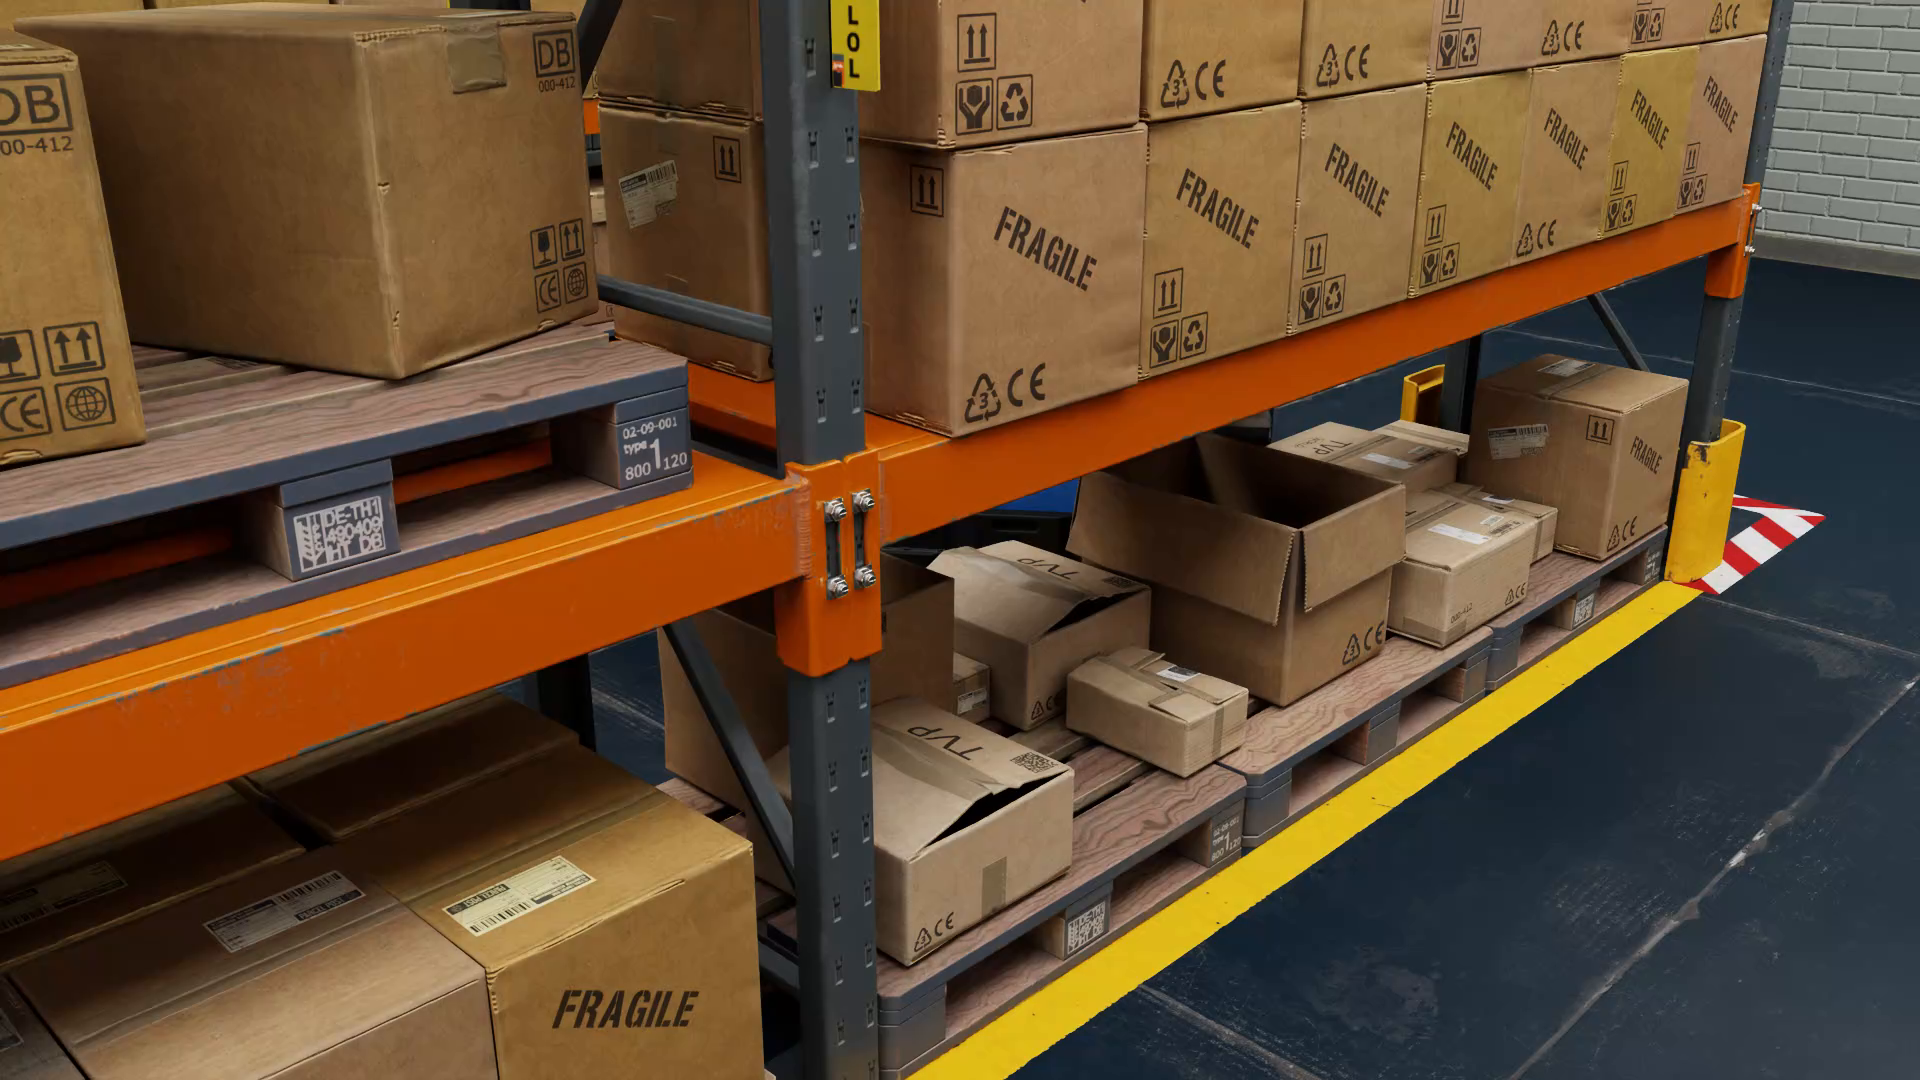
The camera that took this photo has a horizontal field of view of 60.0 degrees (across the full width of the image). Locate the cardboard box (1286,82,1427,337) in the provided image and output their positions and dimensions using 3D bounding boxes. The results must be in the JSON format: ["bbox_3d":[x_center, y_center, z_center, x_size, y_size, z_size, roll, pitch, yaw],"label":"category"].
[{"bbox_3d":[0.701,-0.794,3.820,0.500,0.500,0.500,19,28,40],"label":"cardboard box"}]

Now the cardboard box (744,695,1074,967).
[{"bbox_3d":[-0.107,0.572,3.540,0.500,0.311,0.500,19,28,41],"label":"cardboard box"}]

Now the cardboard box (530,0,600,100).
[{"bbox_3d":[-2.165,-2.508,7.999,0.980,0.700,0.700,19,28,40],"label":"cardboard box"}]

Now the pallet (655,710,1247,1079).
[{"bbox_3d":[-0.075,0.702,3.955,1.003,0.211,1.213,19,28,41],"label":"pallet"}]

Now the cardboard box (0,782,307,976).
[{"bbox_3d":[-1.431,0.741,2.837,0.500,0.500,0.500,-20,28,-41],"label":"cardboard box"}]

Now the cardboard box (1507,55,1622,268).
[{"bbox_3d":[1.406,-1.054,4.497,0.500,0.500,0.500,20,28,41],"label":"cardboard box"}]

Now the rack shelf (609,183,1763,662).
[{"bbox_3d":[0.840,-0.602,4.463,1.077,0.370,4.000,19,28,41],"label":"rack shelf"}]

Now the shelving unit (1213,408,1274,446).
[{"bbox_3d":[1.032,-0.480,6.069,0.210,0.900,0.258,3,21,7],"label":"shelving unit"}]

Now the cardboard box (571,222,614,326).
[{"bbox_3d":[-2.082,-1.387,8.400,0.700,0.500,0.500,19,28,40],"label":"cardboard box"}]

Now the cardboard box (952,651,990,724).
[{"bbox_3d":[-0.142,0.373,4.285,0.380,0.149,0.250,19,28,41],"label":"cardboard box"}]

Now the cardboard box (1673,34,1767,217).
[{"bbox_3d":[2.118,-1.315,5.177,0.500,0.500,0.500,-19,28,-40],"label":"cardboard box"}]

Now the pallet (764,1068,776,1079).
[{"bbox_3d":[-1.096,1.096,2.928,1.003,0.211,1.213,19,28,41],"label":"pallet"}]

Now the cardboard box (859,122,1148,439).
[{"bbox_3d":[-0.004,-0.533,3.142,0.500,0.500,0.500,-19,28,-41],"label":"cardboard box"}]

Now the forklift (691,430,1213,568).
[{"bbox_3d":[-0.618,-1.397,5.624,3.031,2.935,1.130,3,21,7],"label":"forklift"}]

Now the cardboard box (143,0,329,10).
[{"bbox_3d":[-3.204,-2.124,7.003,0.980,0.700,0.700,18,28,39],"label":"cardboard box"}]

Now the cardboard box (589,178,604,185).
[{"bbox_3d":[-1.692,-1.739,8.414,0.380,0.149,0.250,19,28,40],"label":"cardboard box"}]

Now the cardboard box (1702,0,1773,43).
[{"bbox_3d":[2.122,-1.782,4.997,0.500,0.500,0.500,19,28,40],"label":"cardboard box"}]

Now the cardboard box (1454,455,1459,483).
[{"bbox_3d":[1.522,-0.249,5.877,0.380,0.166,0.250,19,28,41],"label":"cardboard box"}]

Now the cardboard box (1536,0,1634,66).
[{"bbox_3d":[1.412,-1.518,4.309,0.500,0.500,0.500,-19,28,-41],"label":"cardboard box"}]

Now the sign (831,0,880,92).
[{"bbox_3d":[-0.155,-0.826,2.430,0.100,0.325,0.005,19,28,41],"label":"sign"}]

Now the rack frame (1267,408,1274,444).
[{"bbox_3d":[1.132,-0.475,6.056,0.006,0.900,0.240,3,21,7],"label":"rack frame"}]

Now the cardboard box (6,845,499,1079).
[{"bbox_3d":[-1.045,0.861,2.524,0.500,0.500,0.500,19,28,41],"label":"cardboard box"}]

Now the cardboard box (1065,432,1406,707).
[{"bbox_3d":[0.752,0.052,4.625,0.797,0.503,0.637,19,28,41],"label":"cardboard box"}]

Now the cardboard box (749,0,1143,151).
[{"bbox_3d":[-0.025,-0.988,2.931,0.500,0.500,0.500,-19,28,-41],"label":"cardboard box"}]

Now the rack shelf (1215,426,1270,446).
[{"bbox_3d":[1.032,-0.365,6.113,0.200,0.077,0.258,3,21,7],"label":"rack shelf"}]

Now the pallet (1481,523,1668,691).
[{"bbox_3d":[1.627,0.074,5.587,1.003,0.211,1.213,19,28,41],"label":"pallet"}]

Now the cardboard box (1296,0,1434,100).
[{"bbox_3d":[0.694,-1.253,3.620,0.500,0.500,0.500,18,28,39],"label":"cardboard box"}]

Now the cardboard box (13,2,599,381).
[{"bbox_3d":[-1.046,-0.601,2.732,0.700,0.500,0.500,9,23,23],"label":"cardboard box"}]

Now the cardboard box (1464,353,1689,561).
[{"bbox_3d":[2.032,-0.289,5.517,0.500,0.500,0.500,19,28,41],"label":"cardboard box"}]

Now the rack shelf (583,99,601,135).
[{"bbox_3d":[-2.712,-1.841,7.686,1.077,0.370,4.000,19,28,41],"label":"rack shelf"}]

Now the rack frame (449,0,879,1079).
[{"bbox_3d":[-0.555,-0.424,2.996,1.000,3.000,0.127,19,28,41],"label":"rack frame"}]

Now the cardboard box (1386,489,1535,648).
[{"bbox_3d":[1.348,0.064,4.946,0.500,0.250,0.500,19,28,41],"label":"cardboard box"}]

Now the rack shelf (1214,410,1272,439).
[{"bbox_3d":[1.032,-0.449,6.081,0.200,0.077,0.258,3,21,7],"label":"rack shelf"}]
